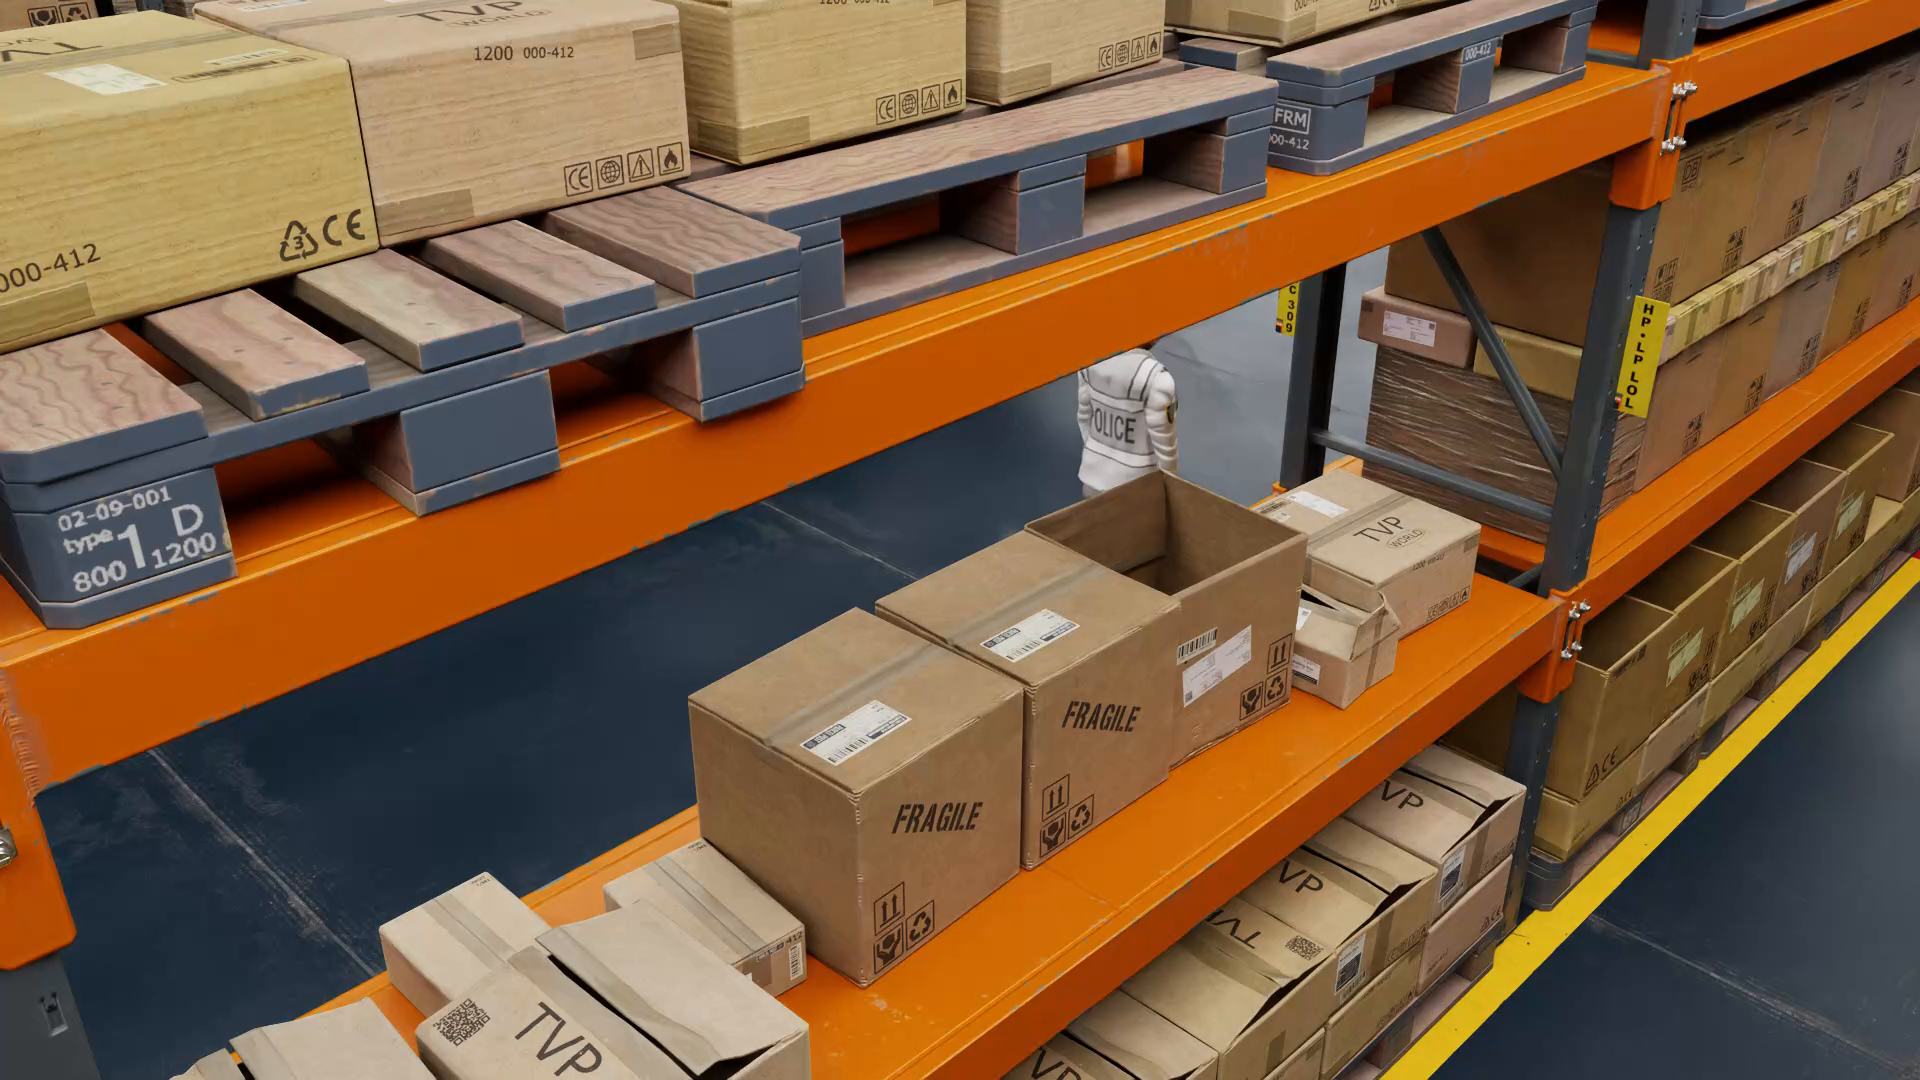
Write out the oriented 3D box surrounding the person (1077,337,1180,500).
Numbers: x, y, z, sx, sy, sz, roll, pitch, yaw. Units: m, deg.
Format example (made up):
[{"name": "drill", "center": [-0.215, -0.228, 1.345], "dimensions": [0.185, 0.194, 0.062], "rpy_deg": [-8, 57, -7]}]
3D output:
[{"name": "person", "center": [0.658, -0.207, 6.540], "dimensions": [0.396, 1.647, 0.488], "rpy_deg": [-23, 36, -37]}]
